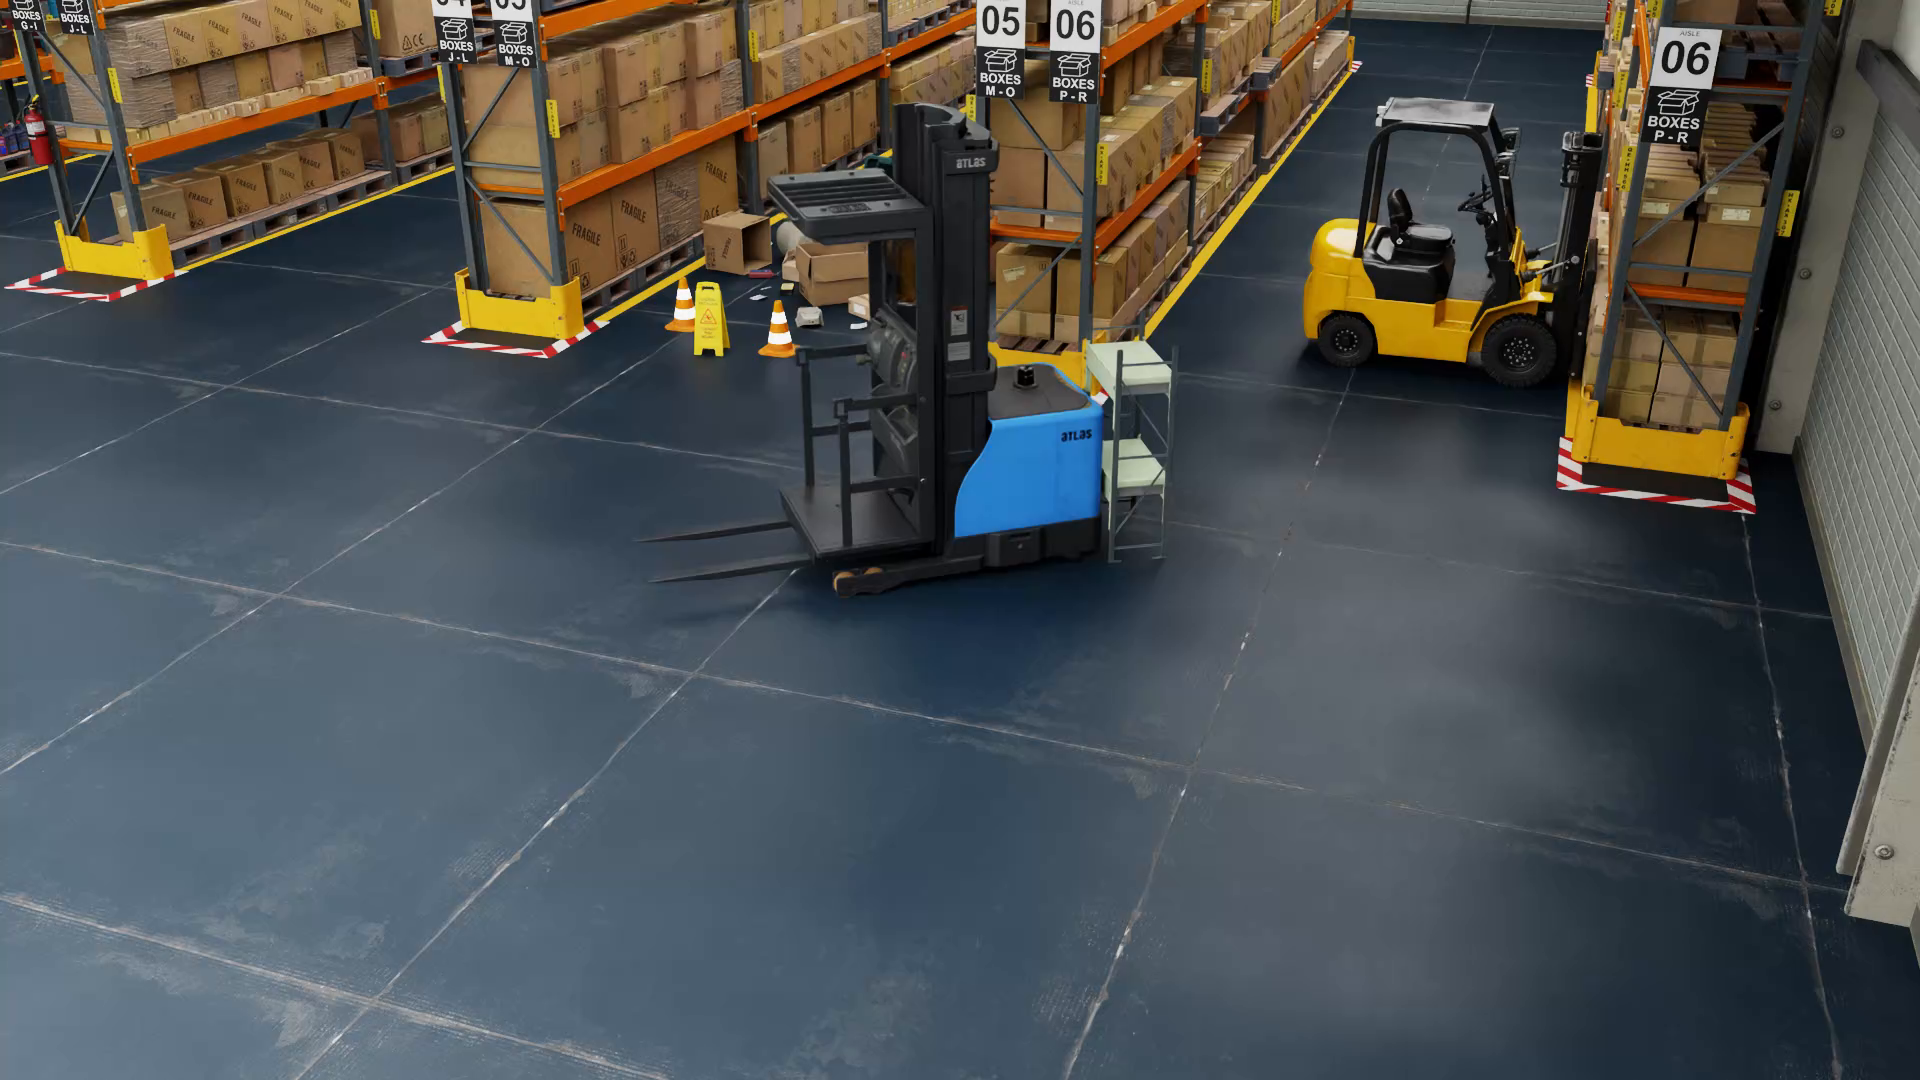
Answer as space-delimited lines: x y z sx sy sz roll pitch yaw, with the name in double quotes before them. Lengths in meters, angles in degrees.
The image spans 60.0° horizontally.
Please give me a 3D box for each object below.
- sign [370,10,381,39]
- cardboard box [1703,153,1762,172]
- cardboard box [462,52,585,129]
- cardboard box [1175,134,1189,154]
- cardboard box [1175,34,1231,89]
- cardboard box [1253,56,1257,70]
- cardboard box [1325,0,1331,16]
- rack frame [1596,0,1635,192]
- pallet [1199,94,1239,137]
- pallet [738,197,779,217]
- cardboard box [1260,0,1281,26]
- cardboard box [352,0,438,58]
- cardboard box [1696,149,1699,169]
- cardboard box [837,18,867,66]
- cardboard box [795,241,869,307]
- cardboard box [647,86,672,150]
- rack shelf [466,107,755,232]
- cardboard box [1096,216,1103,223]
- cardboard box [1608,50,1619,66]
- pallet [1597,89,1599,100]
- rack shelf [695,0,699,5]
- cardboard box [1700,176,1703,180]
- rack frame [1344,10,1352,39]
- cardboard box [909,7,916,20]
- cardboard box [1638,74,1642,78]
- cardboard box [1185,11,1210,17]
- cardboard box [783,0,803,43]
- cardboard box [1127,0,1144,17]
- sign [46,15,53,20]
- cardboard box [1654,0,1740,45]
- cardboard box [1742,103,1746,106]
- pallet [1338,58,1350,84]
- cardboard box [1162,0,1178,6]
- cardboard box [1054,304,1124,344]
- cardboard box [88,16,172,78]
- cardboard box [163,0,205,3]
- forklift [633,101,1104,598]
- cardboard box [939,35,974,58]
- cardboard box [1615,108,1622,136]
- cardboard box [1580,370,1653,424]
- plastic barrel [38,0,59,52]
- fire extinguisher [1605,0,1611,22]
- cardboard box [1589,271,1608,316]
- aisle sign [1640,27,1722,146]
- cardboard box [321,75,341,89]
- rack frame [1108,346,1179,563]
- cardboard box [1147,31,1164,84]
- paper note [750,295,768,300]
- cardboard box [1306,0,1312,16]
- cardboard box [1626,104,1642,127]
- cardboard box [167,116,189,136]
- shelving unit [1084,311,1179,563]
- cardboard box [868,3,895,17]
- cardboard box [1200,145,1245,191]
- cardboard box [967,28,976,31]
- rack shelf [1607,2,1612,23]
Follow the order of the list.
"sign" -6.886 -6.068 19.572 0.100 0.325 0.005 9 27 17
"cardboard box" 5.898 -2.846 12.709 0.380 0.149 0.250 9 27 18
"cardboard box" -3.928 -4.050 14.985 0.875 0.550 0.550 9 27 17
"cardboard box" 2.048 -3.924 16.425 0.380 0.149 0.250 9 27 19
"cardboard box" 2.537 -5.042 17.507 0.500 0.500 0.500 9 27 18
"cardboard box" 3.235 -5.535 19.270 0.380 0.149 0.250 7 27 15
"cardboard box" 5.181 -8.011 24.462 0.500 0.500 0.500 9 27 18
"rack frame" 7.958 -5.243 18.860 1.000 3.000 0.127 9 27 17
"pallet" 2.336 -4.524 17.595 1.003 0.211 1.213 9 27 17
"pallet" -2.571 -4.067 19.630 1.003 0.211 1.213 9 27 17
"cardboard box" 3.670 -6.623 20.449 0.500 0.500 0.500 8 27 16
"cardboard box" -7.004 -6.520 20.327 1.000 1.000 1.000 9 27 18
"cardboard box" 6.250 -3.133 13.644 0.380 0.149 0.250 8 27 16
"cardboard box" -1.490 -6.254 20.833 0.500 0.500 0.500 9 27 17
"cardboard box" -1.190 -2.639 16.346 0.797 0.503 0.637 -9 27 -18
"cardboard box" -3.403 -4.241 16.619 0.875 0.550 0.500 9 27 17
"rack shelf" -3.423 -3.848 16.804 1.077 0.370 4.000 9 27 17
"cardboard box" 0.992 -2.776 14.053 0.380 0.149 0.250 9 27 18
"cardboard box" 7.814 -5.644 19.495 0.380 0.149 0.250 9 27 18
"pallet" 10.330 -6.916 25.516 1.003 0.211 1.213 9 27 17
"rack shelf" -4.073 -9.540 28.561 1.077 0.370 4.000 9 27 17
"cardboard box" 6.038 -2.588 13.262 0.500 0.500 0.500 8 27 17
"rack frame" 5.938 -9.249 27.133 1.000 3.000 0.127 9 27 17
"cardboard box" -0.820 -7.200 22.709 0.380 0.149 0.250 10 28 20
"cardboard box" 6.839 -4.536 16.541 0.380 0.149 0.250 8 27 16
"cardboard box" 2.570 -5.743 18.955 0.500 0.500 0.500 9 27 18
"cardboard box" -2.260 -6.113 19.395 0.700 0.500 0.500 9 27 18
"cardboard box" 1.209 -4.463 13.639 0.500 0.250 0.500 8 27 17
"sign" -11.556 -6.513 21.165 0.100 0.325 0.005 9 27 17
"cardboard box" 5.213 -3.802 11.730 0.500 0.500 0.500 10 27 19
"cardboard box" 6.805 -3.895 14.875 0.380 0.149 0.250 9 27 18
"pallet" 5.745 -7.654 27.039 1.003 0.211 1.213 9 27 17
"cardboard box" 1.771 -4.960 15.121 0.380 0.149 0.250 10 27 19
"cardboard box" 1.143 -1.916 14.663 0.500 0.250 0.500 9 27 17
"cardboard box" -8.292 -4.926 16.602 0.500 0.500 0.500 9 27 17
"cardboard box" -8.278 -5.617 18.029 0.500 0.500 0.500 9 27 17
"forklift" -0.623 -1.204 10.597 3.031 2.935 1.130 -8 27 -17
"cardboard box" -0.104 -7.340 24.717 0.500 0.250 0.500 8 27 16
"cardboard box" 6.549 -3.995 15.882 0.500 0.250 0.500 8 27 16
"cardboard box" 5.154 -1.146 13.071 0.500 0.250 0.500 9 27 18
"plastic barrel" -11.657 -6.813 21.528 0.600 0.901 0.708 9 27 17
"fire extinguisher" 10.233 -8.455 26.011 0.296 0.674 0.183 9 27 17
"cardboard box" 5.477 -2.011 13.710 0.500 0.250 0.500 9 27 18
"aisle sign" 4.997 -3.141 11.535 0.394 0.787 0.004 9 27 17
"cardboard box" -7.427 -5.315 19.297 0.380 0.149 0.250 9 27 17
"rack frame" 1.193 -0.540 10.867 0.400 1.500 0.023 -5 26 -10
"cardboard box" 1.594 -4.797 16.335 0.700 0.500 0.500 8 27 17
"paper note" -1.979 -2.394 16.384 0.144 0.017 0.142 20 32 35
"cardboard box" 4.530 -7.339 22.789 0.500 0.250 0.500 9 27 19
"cardboard box" 5.980 -3.664 14.399 0.380 0.149 0.250 9 27 19
"cardboard box" -8.214 -4.281 17.161 0.380 0.149 0.250 9 27 17
"shelving unit" 1.124 -0.696 11.190 0.431 1.500 0.755 -5 26 -10
"cardboard box" -1.076 -7.017 21.988 0.380 0.149 0.250 10 28 20
"cardboard box" 2.840 -4.432 19.719 0.950 0.372 0.625 8 27 16
"cardboard box" 0.329 -8.272 27.222 0.380 0.149 0.250 9 27 18
"rack shelf" 9.954 -7.385 24.109 1.077 0.370 4.000 9 27 17
